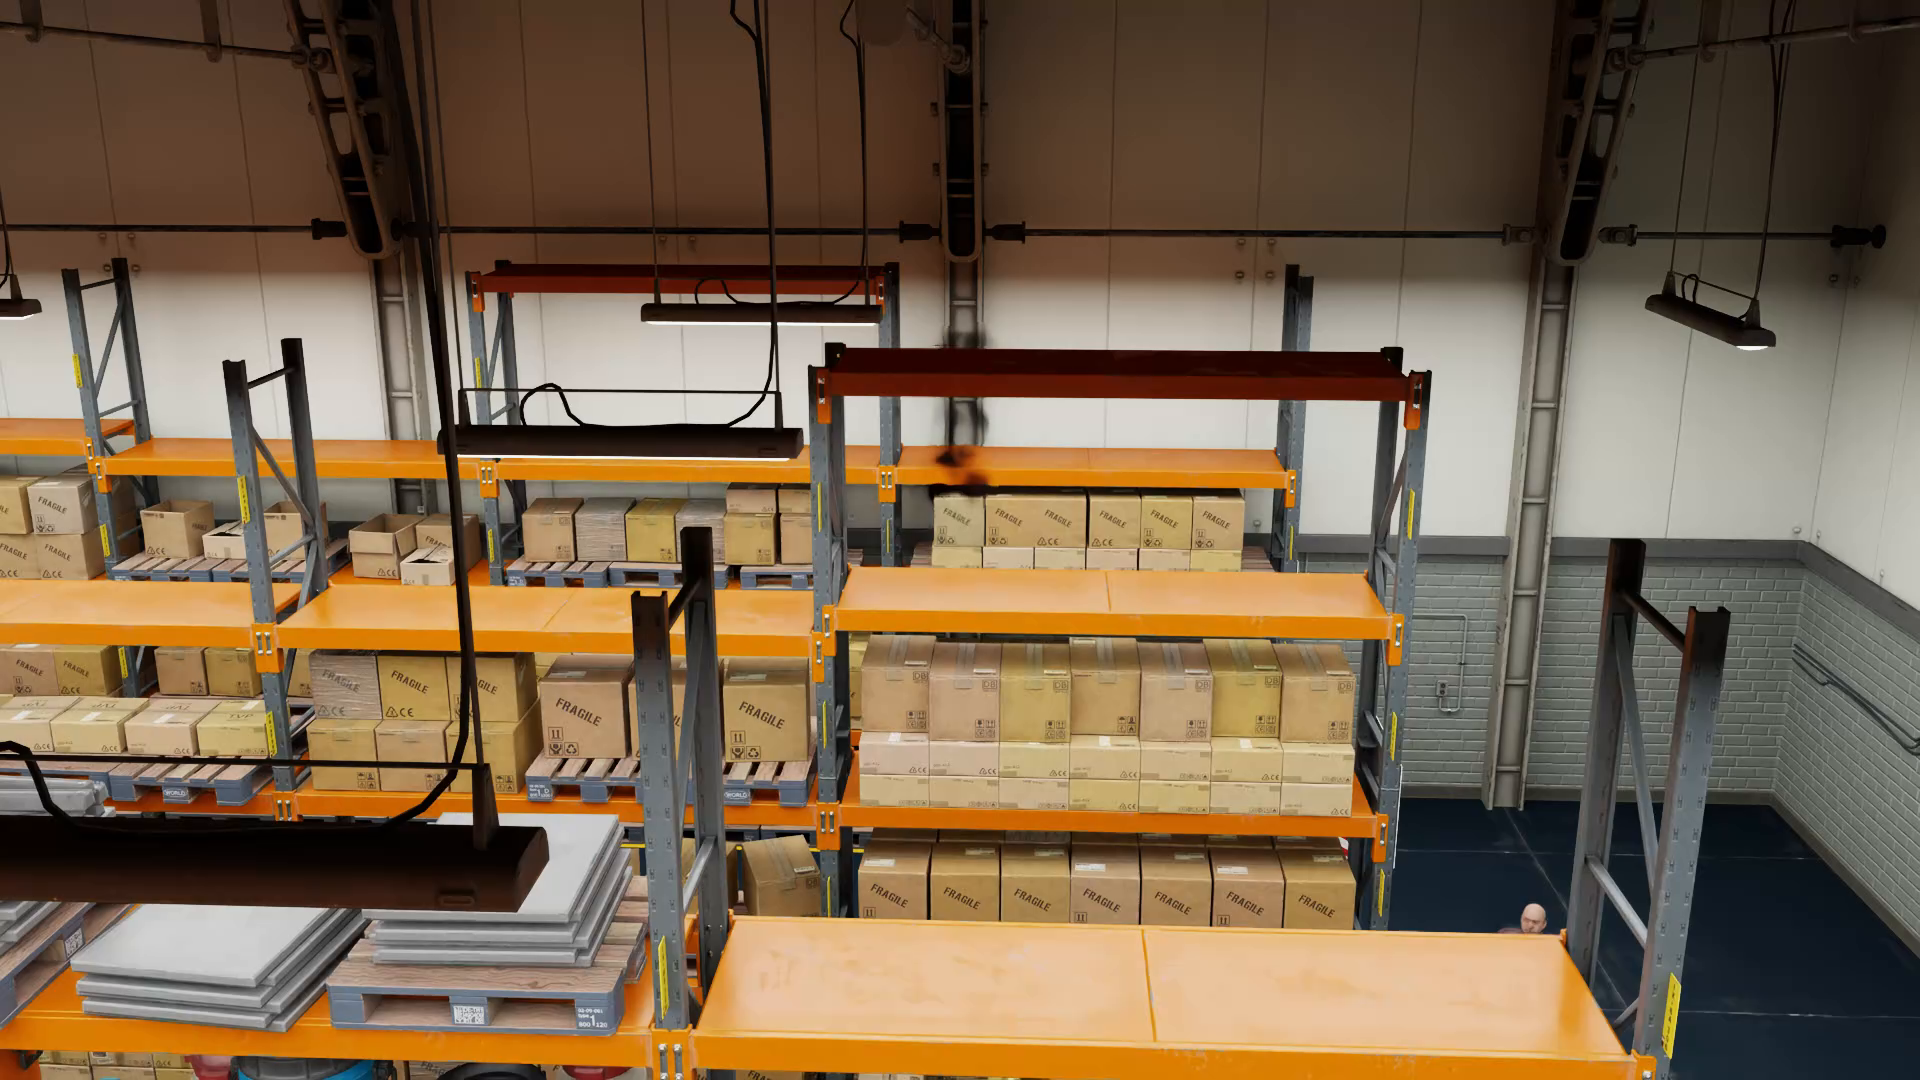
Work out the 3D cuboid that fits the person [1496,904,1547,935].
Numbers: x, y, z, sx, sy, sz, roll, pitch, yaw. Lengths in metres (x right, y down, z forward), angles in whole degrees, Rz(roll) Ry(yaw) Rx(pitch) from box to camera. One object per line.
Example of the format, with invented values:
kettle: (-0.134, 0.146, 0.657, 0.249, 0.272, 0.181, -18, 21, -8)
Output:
person: (4.419, 3.673, 13.030, 0.712, 1.655, 0.642, 10, 19, 31)
